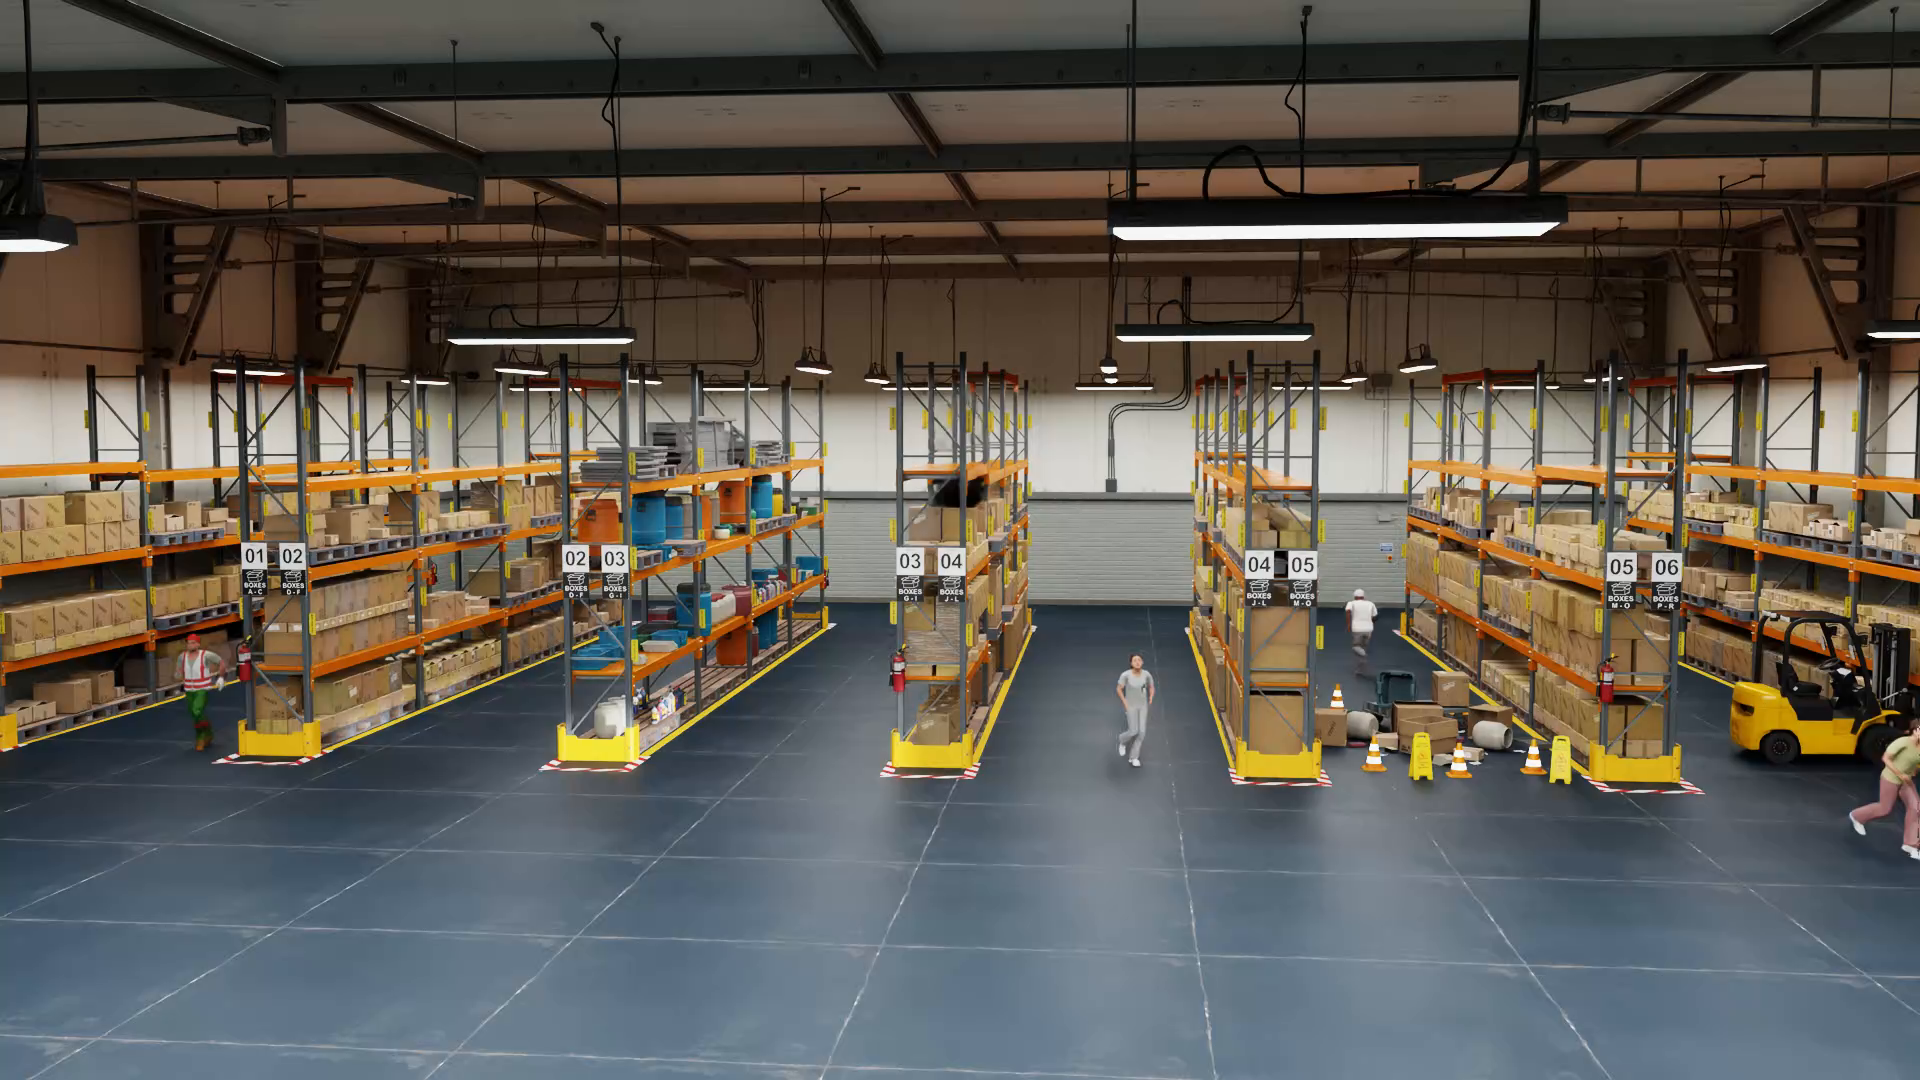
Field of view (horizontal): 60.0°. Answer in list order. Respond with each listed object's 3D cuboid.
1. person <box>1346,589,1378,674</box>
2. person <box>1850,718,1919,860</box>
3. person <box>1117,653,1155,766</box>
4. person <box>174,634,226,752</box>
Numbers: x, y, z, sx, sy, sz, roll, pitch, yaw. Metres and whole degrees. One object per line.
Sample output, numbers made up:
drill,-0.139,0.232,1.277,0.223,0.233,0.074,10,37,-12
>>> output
person,7.974,1.826,33.064,0.689,1.685,0.739,0,4,-1
person,10.890,2.840,19.450,0.605,1.623,0.992,-2,5,-27
person,2.585,2.454,24.356,0.560,1.617,0.603,-1,4,-11
person,-11.665,2.317,25.471,0.669,1.800,0.827,0,4,6
